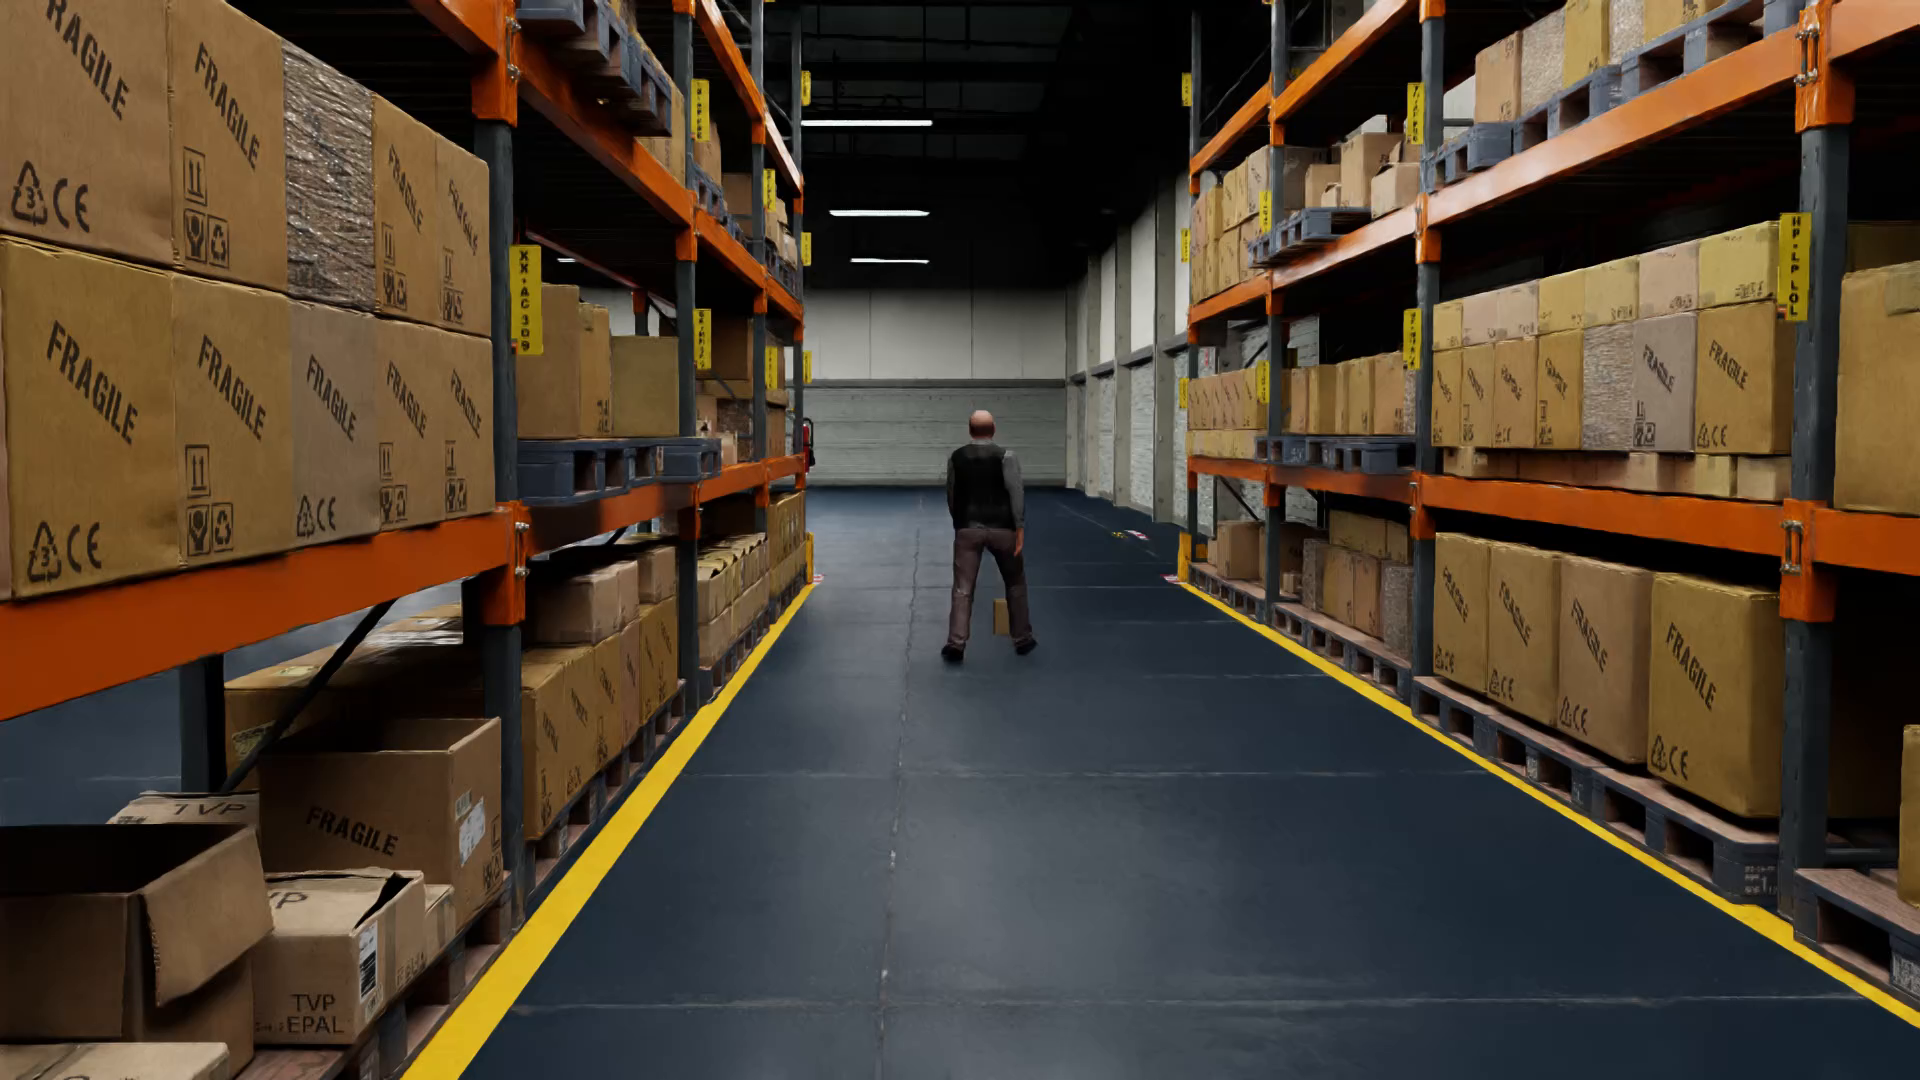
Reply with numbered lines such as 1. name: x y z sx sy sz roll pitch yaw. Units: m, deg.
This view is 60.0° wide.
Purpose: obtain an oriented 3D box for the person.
1. person: 0.196 -0.048 11.403 0.603 1.688 0.799 1 4 9
